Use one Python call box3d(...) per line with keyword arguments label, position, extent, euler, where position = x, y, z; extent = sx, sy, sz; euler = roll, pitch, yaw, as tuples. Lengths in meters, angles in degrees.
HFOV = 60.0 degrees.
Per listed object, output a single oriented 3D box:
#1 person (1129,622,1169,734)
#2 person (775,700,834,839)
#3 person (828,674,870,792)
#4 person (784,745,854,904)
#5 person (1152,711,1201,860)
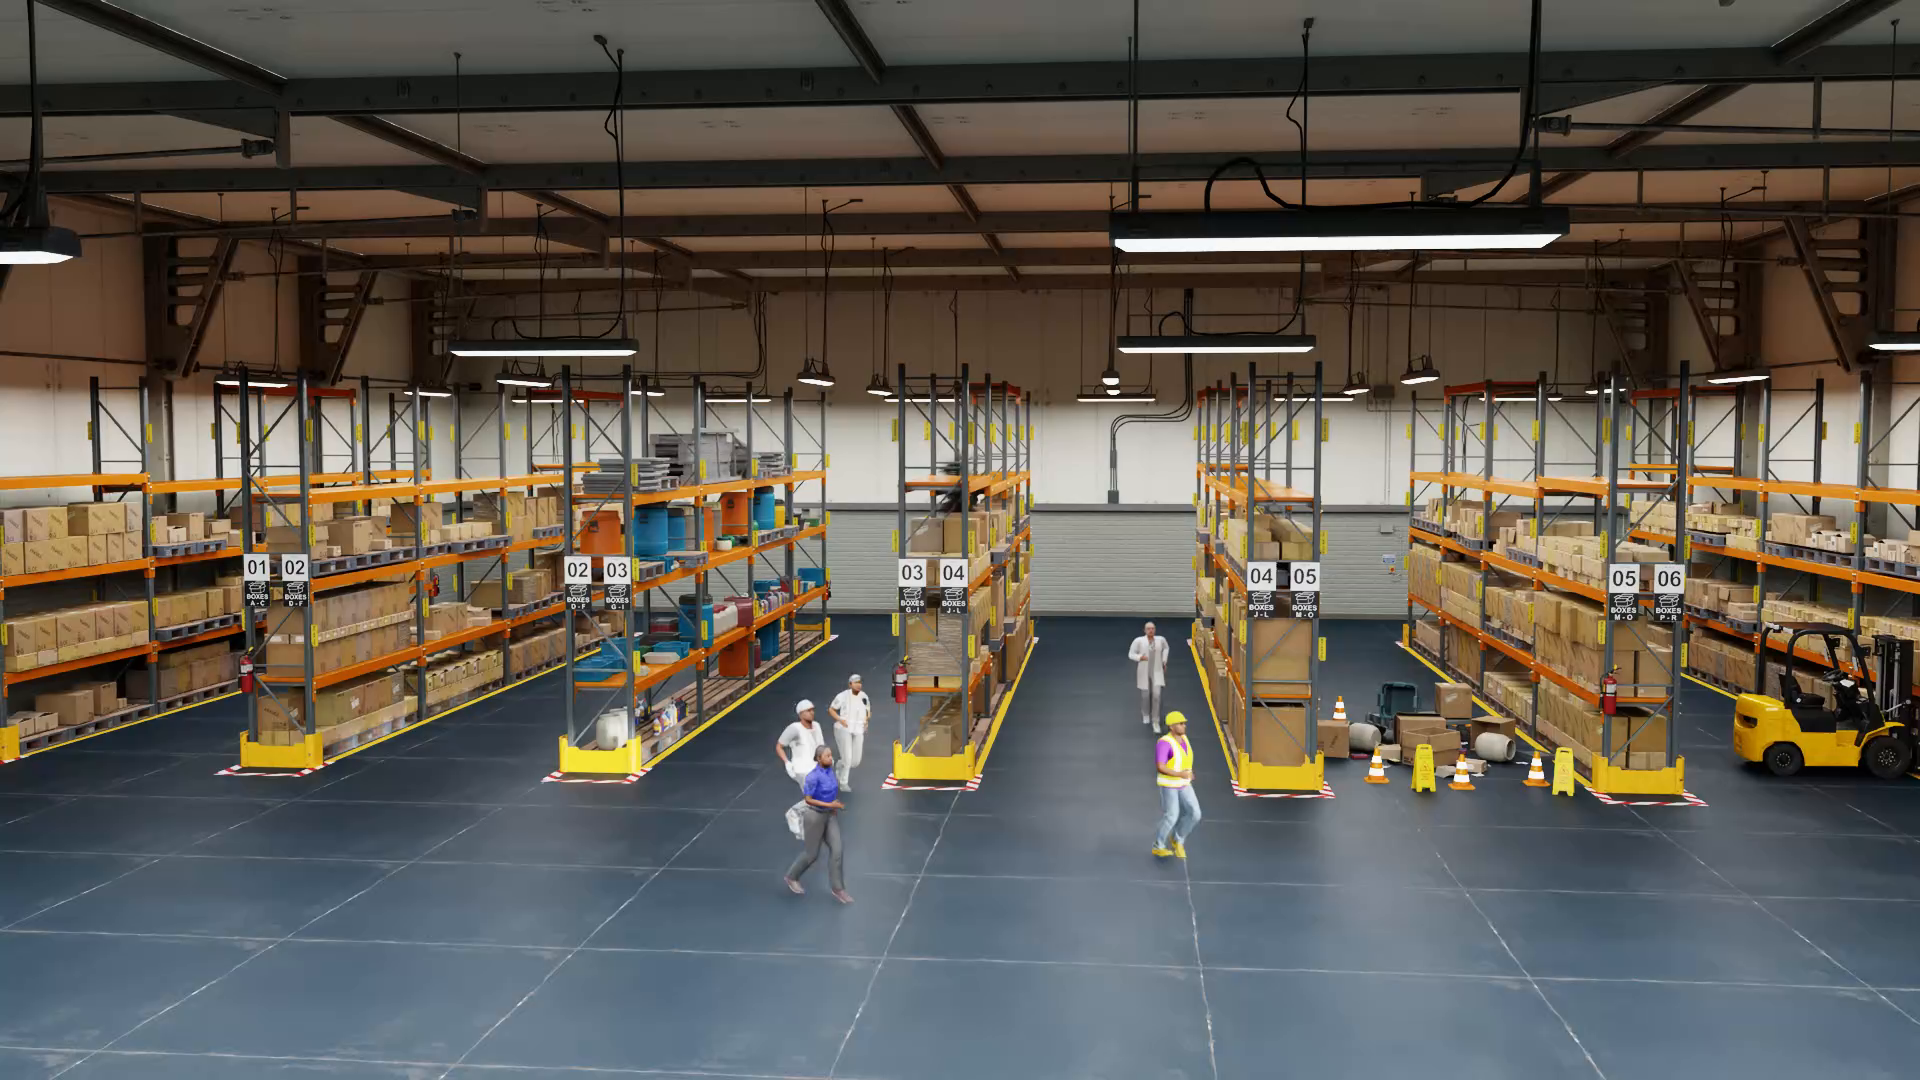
box3d(label="person", position=(3.196, 2.294, 28.126), extent=(0.696, 1.825, 0.950), euler=(0, 4, 3))
box3d(label="person", position=(-1.836, 2.825, 20.357), extent=(0.581, 1.733, 0.692), euler=(3, 5, 36))
box3d(label="person", position=(-1.554, 2.702, 23.518), extent=(0.642, 1.621, 0.596), euler=(-2, 4, -27))
box3d(label="person", position=(-1.512, 3.033, 17.843), extent=(0.809, 1.703, 0.596), euler=(2, 4, 31))
box3d(label="person", position=(2.556, 2.887, 19.439), extent=(0.734, 1.780, 0.684), euler=(-4, 5, -45))
